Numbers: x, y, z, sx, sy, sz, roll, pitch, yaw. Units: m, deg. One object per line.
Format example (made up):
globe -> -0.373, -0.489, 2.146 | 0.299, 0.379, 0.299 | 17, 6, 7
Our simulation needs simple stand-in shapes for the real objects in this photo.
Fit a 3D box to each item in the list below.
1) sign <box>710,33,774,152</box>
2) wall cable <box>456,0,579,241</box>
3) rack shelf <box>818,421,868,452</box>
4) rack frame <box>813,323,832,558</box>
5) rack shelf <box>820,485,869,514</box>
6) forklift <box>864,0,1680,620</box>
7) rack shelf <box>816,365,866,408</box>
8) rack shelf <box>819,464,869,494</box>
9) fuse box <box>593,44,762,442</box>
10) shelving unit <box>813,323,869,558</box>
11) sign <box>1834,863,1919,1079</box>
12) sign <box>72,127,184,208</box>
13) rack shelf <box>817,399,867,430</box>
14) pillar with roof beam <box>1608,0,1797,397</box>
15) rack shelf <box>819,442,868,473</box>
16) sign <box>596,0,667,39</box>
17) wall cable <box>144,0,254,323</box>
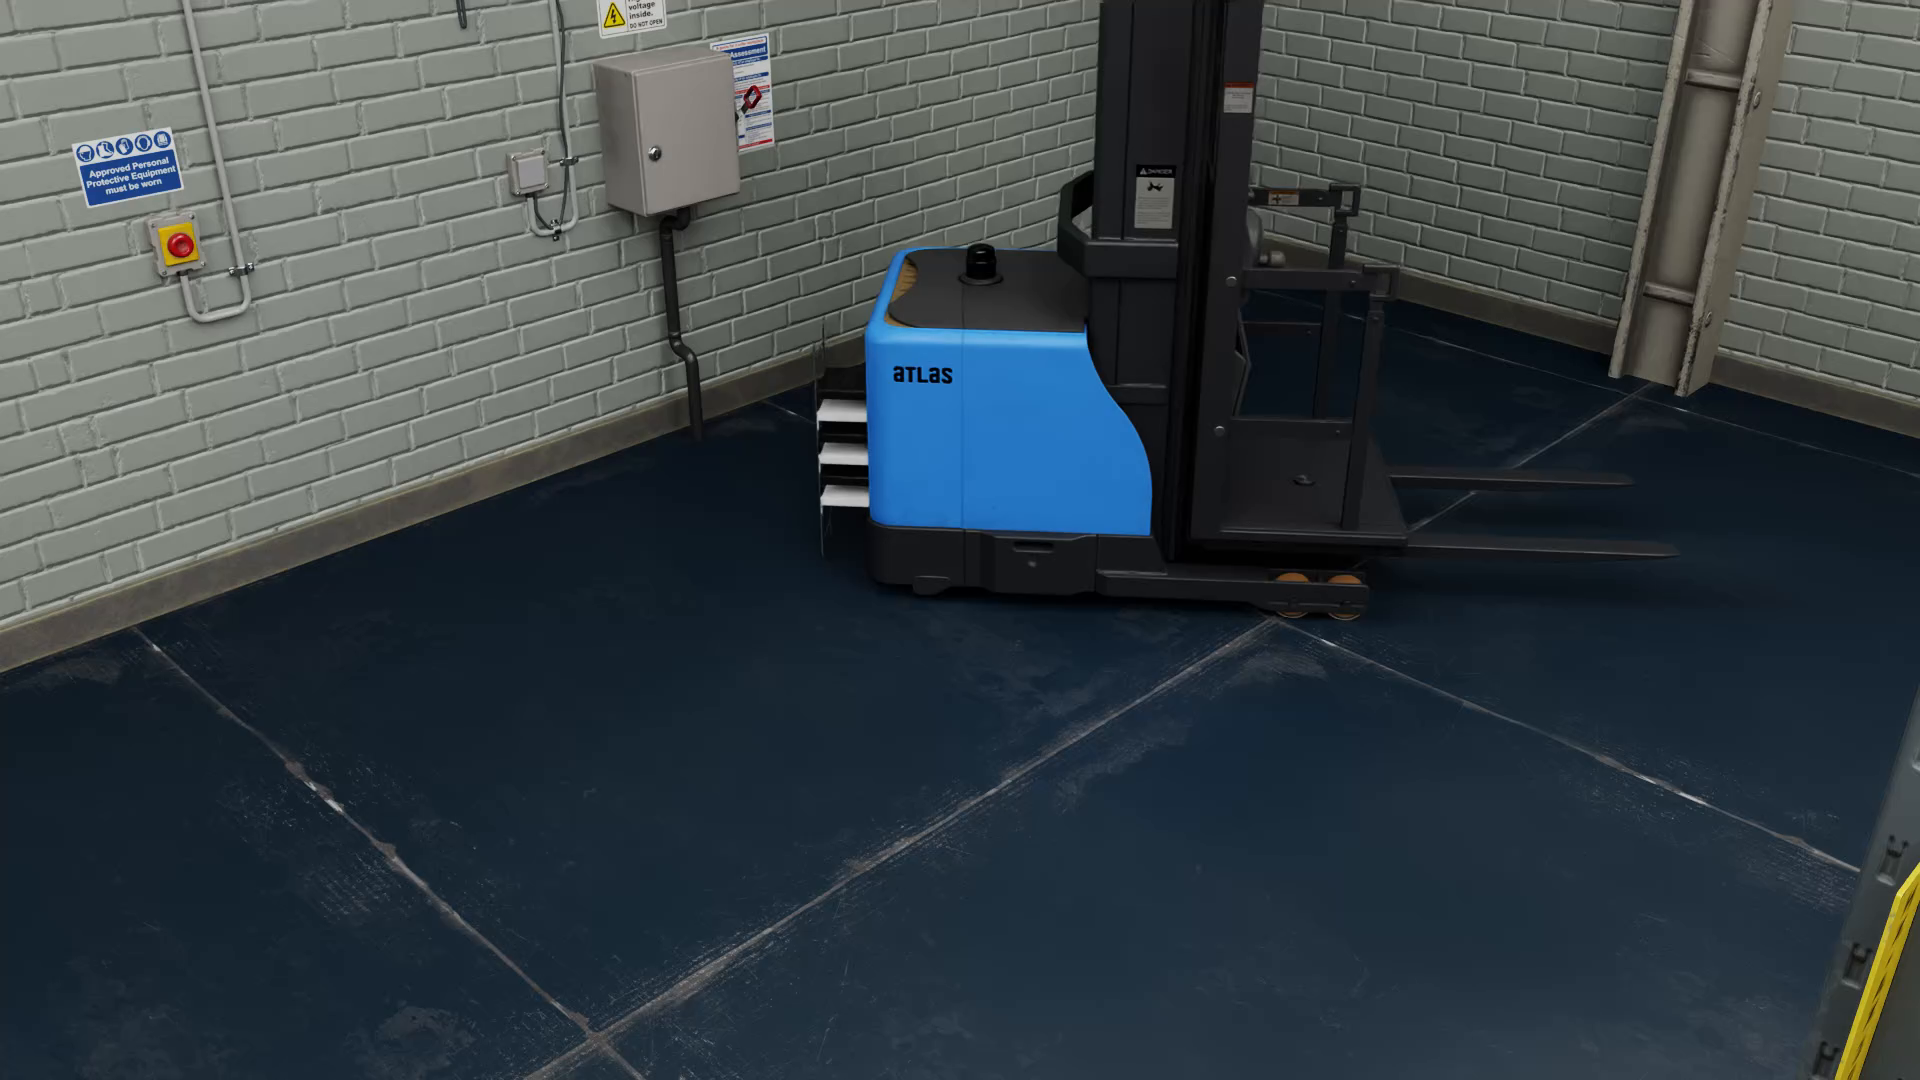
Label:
sign -> -0.965, -1.979, 7.394 | 0.001, 0.494, 0.329 | 25, 36, 38
wall cable -> -1.754, -2.065, 6.362 | 0.122, 1.984, 0.588 | 25, 36, 38
rack shelf -> -0.435, -0.427, 6.473 | 0.200, 0.077, 0.258 | 2, 28, 4
rack frame -> -0.536, -0.381, 6.507 | 0.006, 0.900, 0.240 | 2, 28, 4
rack shelf -> -0.435, -0.188, 6.599 | 0.200, 0.077, 0.258 | 2, 28, 4
forklift -> 1.191, -1.257, 5.992 | 3.031, 2.935, 1.130 | 2, 28, 4
rack shelf -> -0.435, -0.586, 6.389 | 0.200, 0.077, 0.258 | 2, 28, 4
rack shelf -> -0.435, -0.268, 6.557 | 0.200, 0.077, 0.258 | 2, 28, 4
fuse box -> -1.163, -1.220, 7.231 | 0.414, 1.711, 0.539 | 25, 36, 38
shelving unit -> -0.435, -0.377, 6.500 | 0.210, 0.900, 0.258 | 2, 28, 4
sign -> 0.904, 0.456, 1.645 | 0.005, 0.325, 0.100 | 25, 36, 38
sign -> -2.818, -1.264, 5.641 | 0.001, 0.218, 0.327 | 25, 36, 38
rack shelf -> -0.435, -0.507, 6.431 | 0.200, 0.077, 0.258 | 2, 28, 4
pillar with roof beam -> 0.465, -3.362, 3.475 | 0.400, 9.000, 9.100 | 25, 36, 38
rack shelf -> -0.435, -0.347, 6.515 | 0.200, 0.077, 0.258 | 2, 28, 4
sign -> -1.350, -2.205, 6.833 | 0.001, 0.242, 0.339 | 25, 36, 38
wall cable -> -2.740, -1.604, 5.452 | 0.123, 1.953, 0.585 | 25, 36, 38
